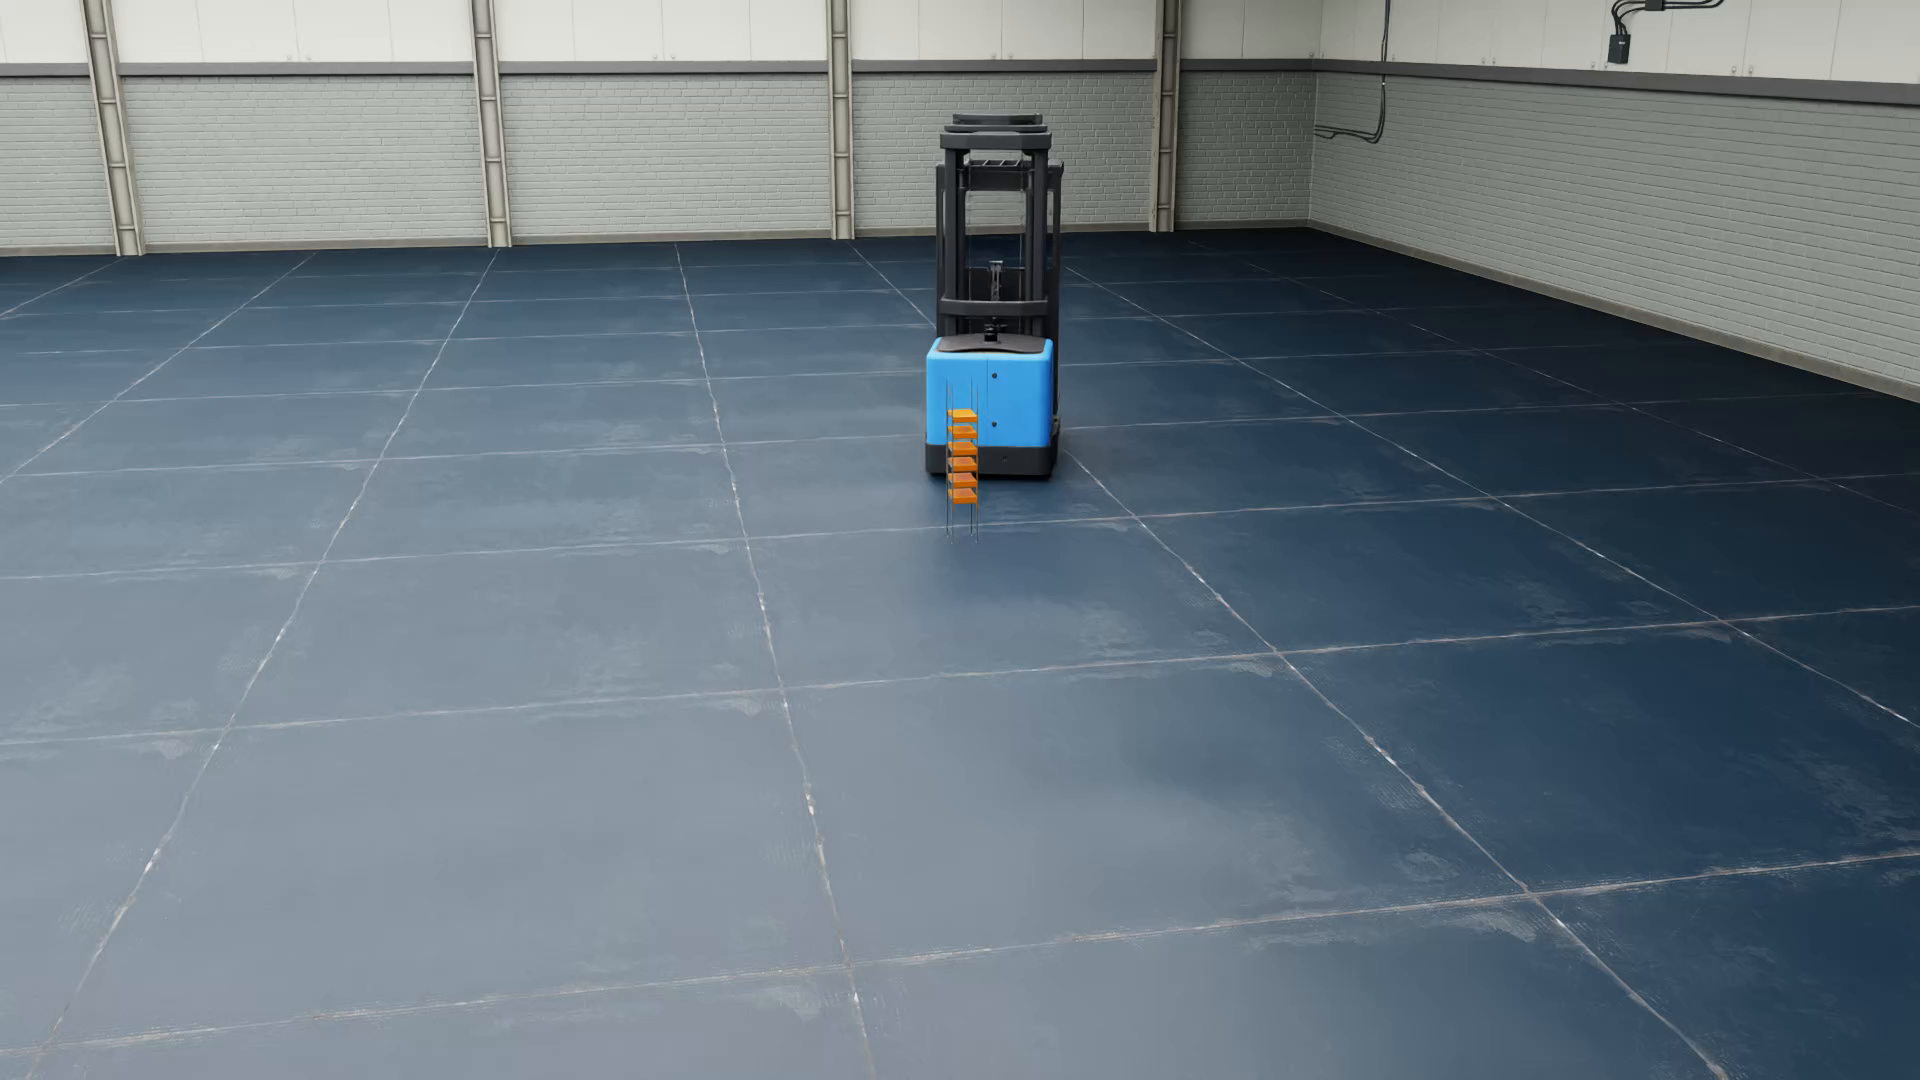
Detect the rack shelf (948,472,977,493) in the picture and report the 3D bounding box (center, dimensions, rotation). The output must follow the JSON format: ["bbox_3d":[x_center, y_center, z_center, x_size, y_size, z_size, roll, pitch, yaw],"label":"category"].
[{"bbox_3d":[0.014,-0.417,12.187,0.180,0.103,0.258,-3,17,-10],"label":"rack shelf"}]

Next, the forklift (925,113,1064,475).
[{"bbox_3d":[0.355,-2.324,14.887,1.130,2.935,3.031,1,17,5],"label":"forklift"}]

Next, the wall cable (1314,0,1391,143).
[{"bbox_3d":[6.913,-8.396,29.609,0.112,2.526,3.097,-3,17,-10],"label":"wall cable"}]

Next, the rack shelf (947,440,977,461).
[{"bbox_3d":[0.014,-0.647,12.116,0.180,0.103,0.258,-3,17,-10],"label":"rack shelf"}]

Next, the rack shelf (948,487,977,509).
[{"bbox_3d":[0.014,-0.302,12.222,0.180,0.103,0.258,-3,17,-10],"label":"rack shelf"}]

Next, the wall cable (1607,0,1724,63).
[{"bbox_3d":[8.699,-8.768,19.741,0.169,6.003,2.305,-3,17,-10],"label":"wall cable"}]

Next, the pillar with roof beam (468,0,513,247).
[{"bbox_3d":[-7.195,-8.188,23.644,0.400,9.000,9.100,-3,17,-10],"label":"pillar with roof beam"}]

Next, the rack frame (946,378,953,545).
[{"bbox_3d":[-0.076,-0.569,12.122,0.006,1.200,0.240,-3,17,-10],"label":"rack frame"}]

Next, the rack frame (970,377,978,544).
[{"bbox_3d":[0.104,-0.579,12.155,0.006,1.200,0.240,-3,17,-10],"label":"rack frame"}]

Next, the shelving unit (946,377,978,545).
[{"bbox_3d":[0.014,-0.574,12.138,0.189,1.200,0.258,-3,17,-10],"label":"shelving unit"}]

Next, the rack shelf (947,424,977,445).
[{"bbox_3d":[0.014,-0.761,12.081,0.180,0.103,0.258,-3,17,-10],"label":"rack shelf"}]

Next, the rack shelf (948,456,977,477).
[{"bbox_3d":[0.014,-0.532,12.151,0.180,0.103,0.258,-3,17,-10],"label":"rack shelf"}]

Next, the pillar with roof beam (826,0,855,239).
[{"bbox_3d":[-1.304,-8.522,24.732,0.400,9.000,9.100,-3,17,-10],"label":"pillar with roof beam"}]

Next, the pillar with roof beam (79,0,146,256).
[{"bbox_3d":[-13.086,-7.854,22.555,0.400,9.000,9.100,-3,17,-10],"label":"pillar with roof beam"}]

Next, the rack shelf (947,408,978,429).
[{"bbox_3d":[0.014,-0.876,12.046,0.180,0.103,0.258,-3,17,-10],"label":"rack shelf"}]
